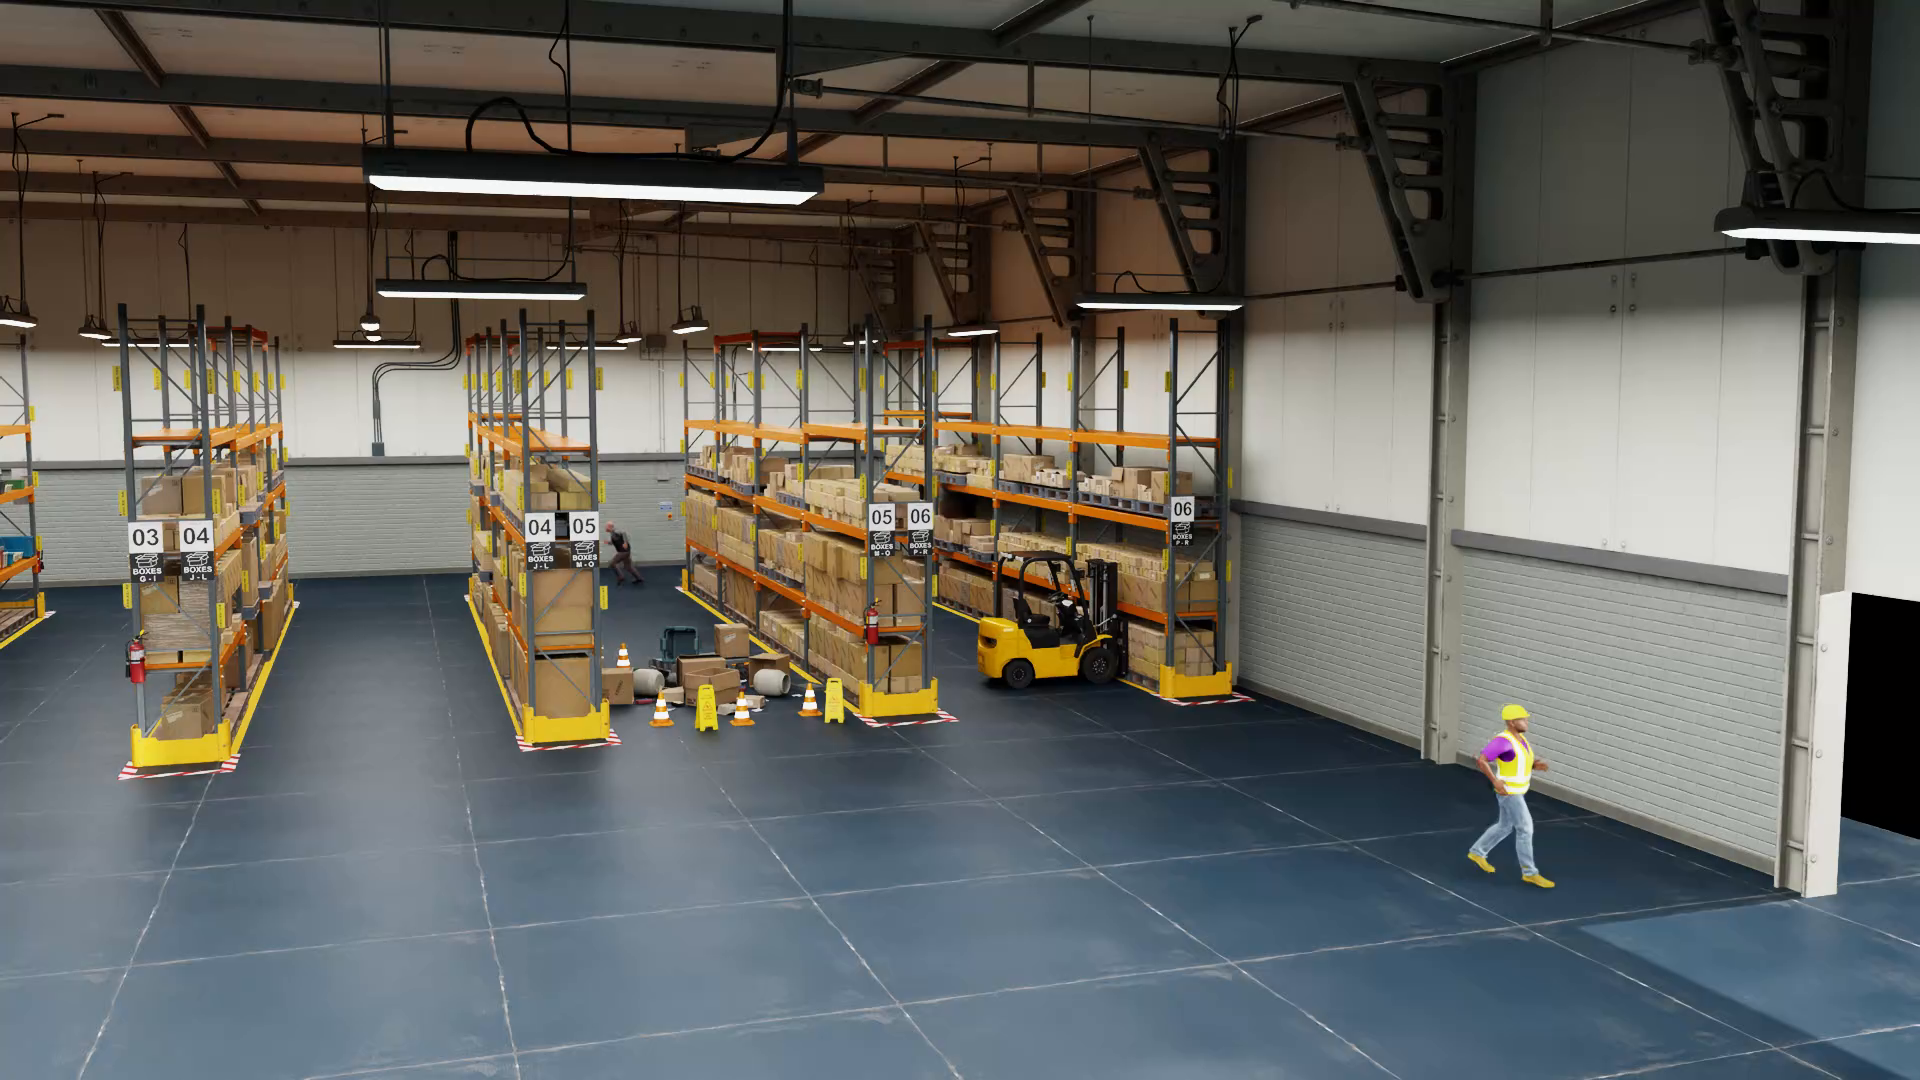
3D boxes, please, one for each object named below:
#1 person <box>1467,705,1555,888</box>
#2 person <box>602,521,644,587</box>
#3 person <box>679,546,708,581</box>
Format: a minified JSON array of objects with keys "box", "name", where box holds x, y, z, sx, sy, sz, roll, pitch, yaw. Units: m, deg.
[{"box":[5.525,2.518,16.613,0.888,1.768,0.704,3,6,31],"name":"person"},{"box":[-8.263,0.357,40.755,0.983,1.638,0.693,-1,6,-14],"name":"person"},{"box":[-6.622,0.180,41.390,0.952,1.733,0.733,1,6,15],"name":"person"}]
